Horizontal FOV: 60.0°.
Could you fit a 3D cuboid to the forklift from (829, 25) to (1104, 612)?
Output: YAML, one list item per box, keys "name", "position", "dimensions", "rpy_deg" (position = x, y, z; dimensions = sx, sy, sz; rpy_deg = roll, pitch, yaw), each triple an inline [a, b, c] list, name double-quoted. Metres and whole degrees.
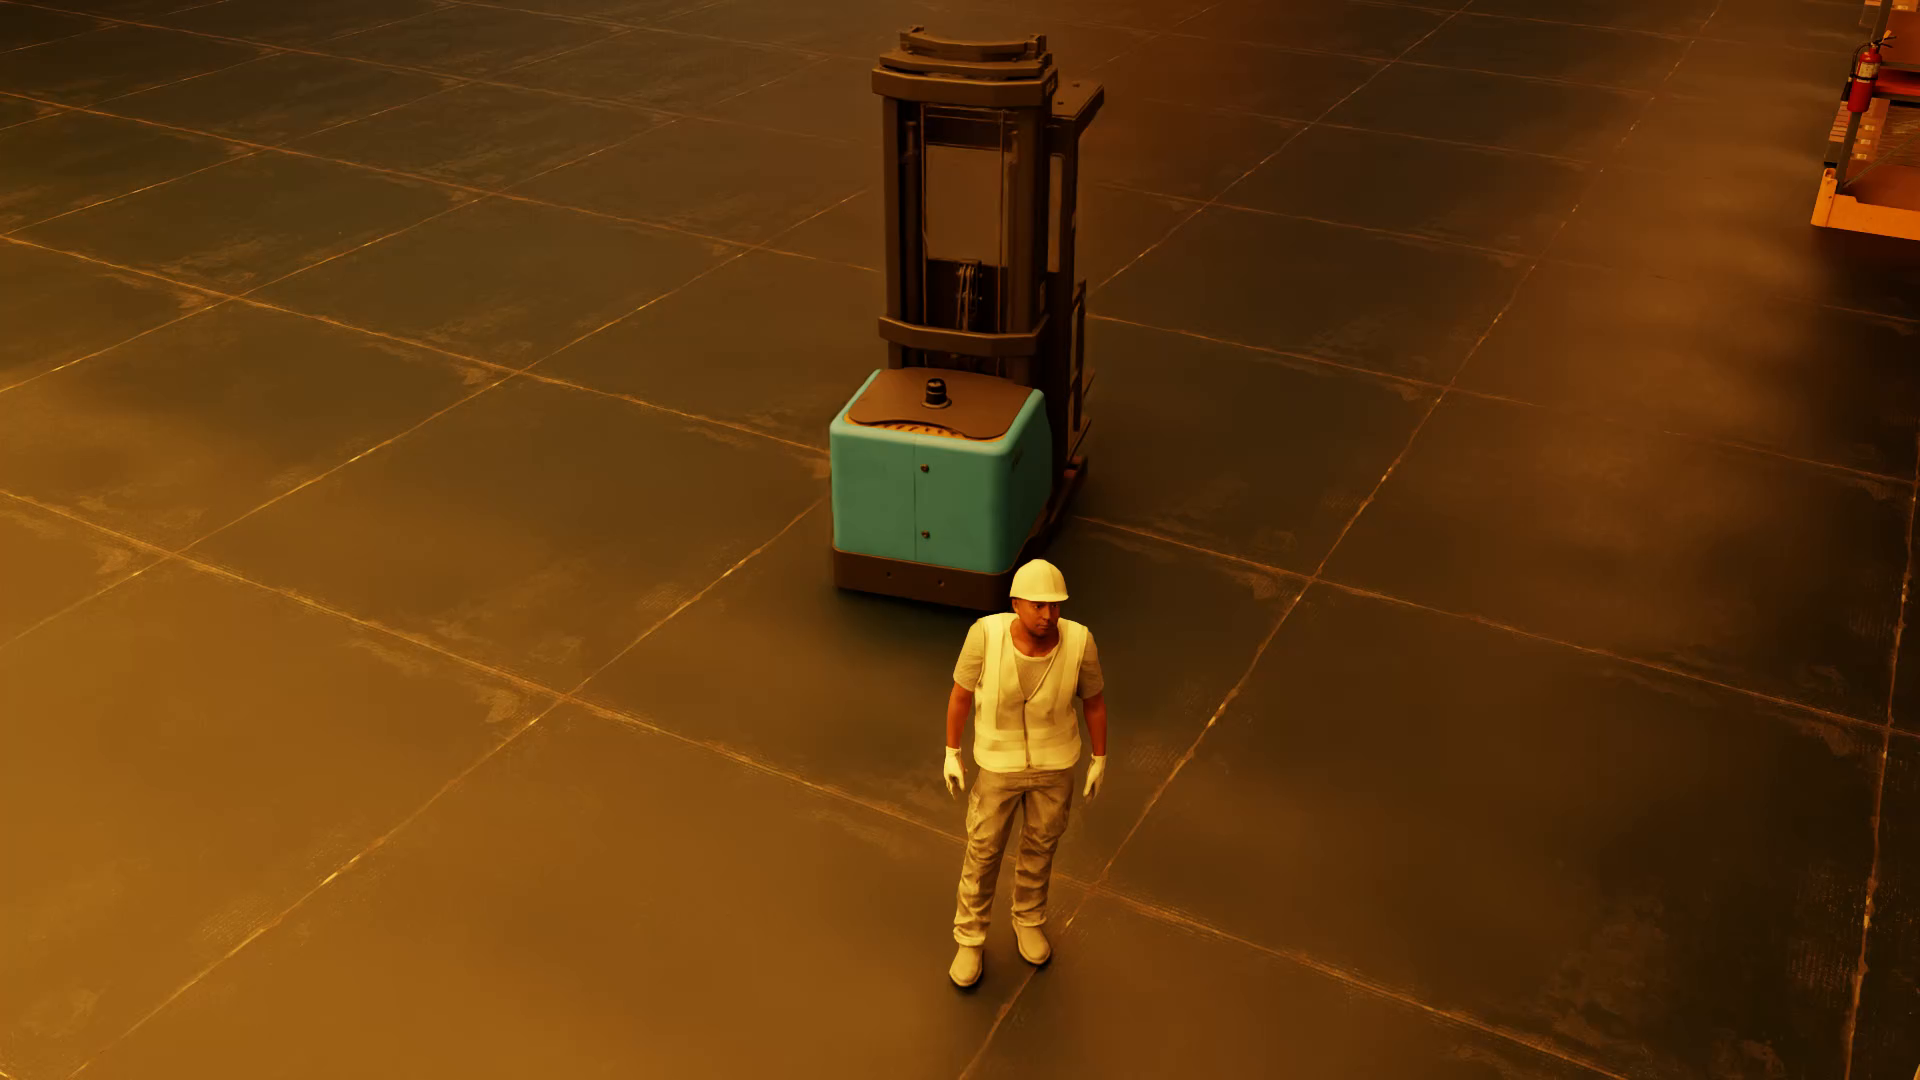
- name: "forklift"
  position: [0.187, -1.598, 9.839]
  dimensions: [1.130, 2.935, 3.031]
  rpy_deg: [8, 31, 14]

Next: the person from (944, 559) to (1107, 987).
- name: "person"
  position: [0.264, 0.924, 6.604]
  dimensions: [0.655, 1.782, 0.577]
  rpy_deg: [-1, 30, -2]
